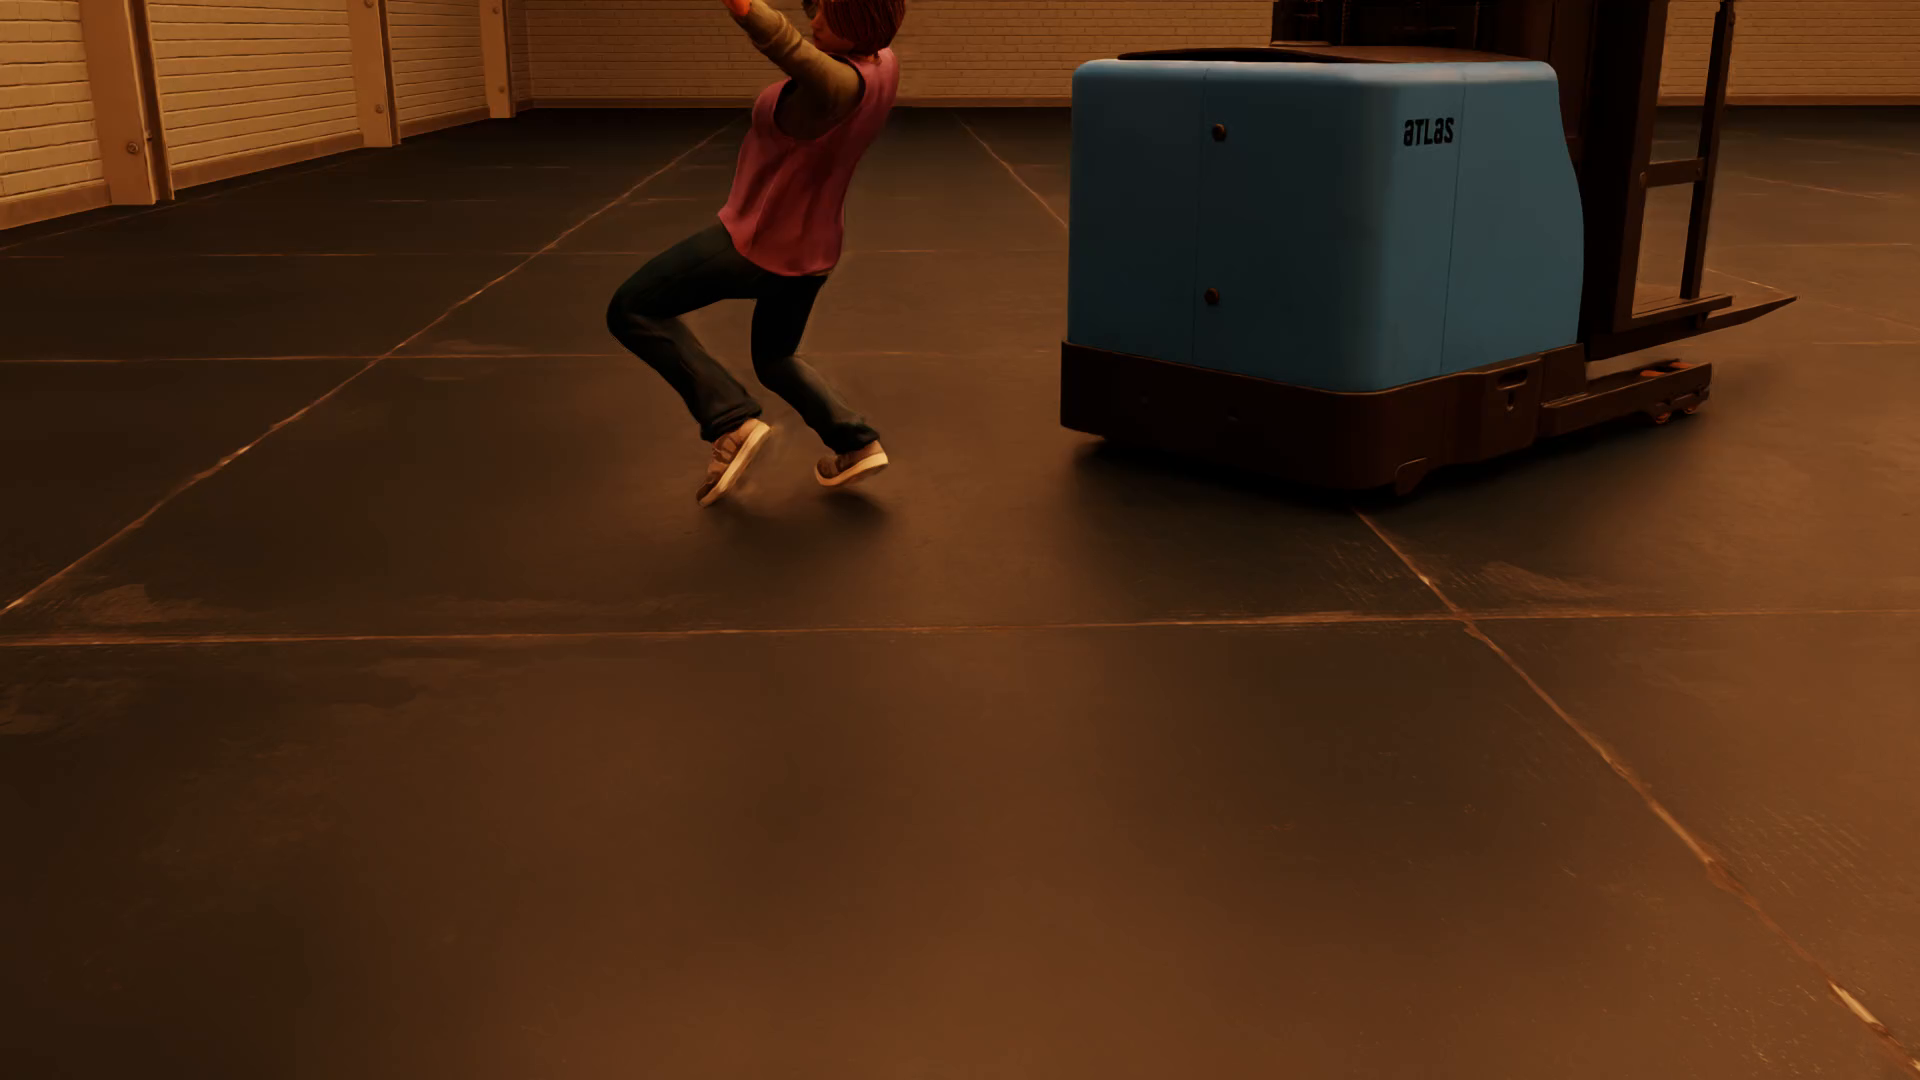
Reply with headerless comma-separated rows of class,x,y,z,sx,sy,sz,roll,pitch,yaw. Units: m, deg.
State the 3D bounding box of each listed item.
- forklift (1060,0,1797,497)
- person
forklift,1.714,-1.854,4.968,3.031,2.935,1.130,-15,23,-40
person,-0.535,-0.789,3.951,0.727,1.510,0.938,8,19,26
